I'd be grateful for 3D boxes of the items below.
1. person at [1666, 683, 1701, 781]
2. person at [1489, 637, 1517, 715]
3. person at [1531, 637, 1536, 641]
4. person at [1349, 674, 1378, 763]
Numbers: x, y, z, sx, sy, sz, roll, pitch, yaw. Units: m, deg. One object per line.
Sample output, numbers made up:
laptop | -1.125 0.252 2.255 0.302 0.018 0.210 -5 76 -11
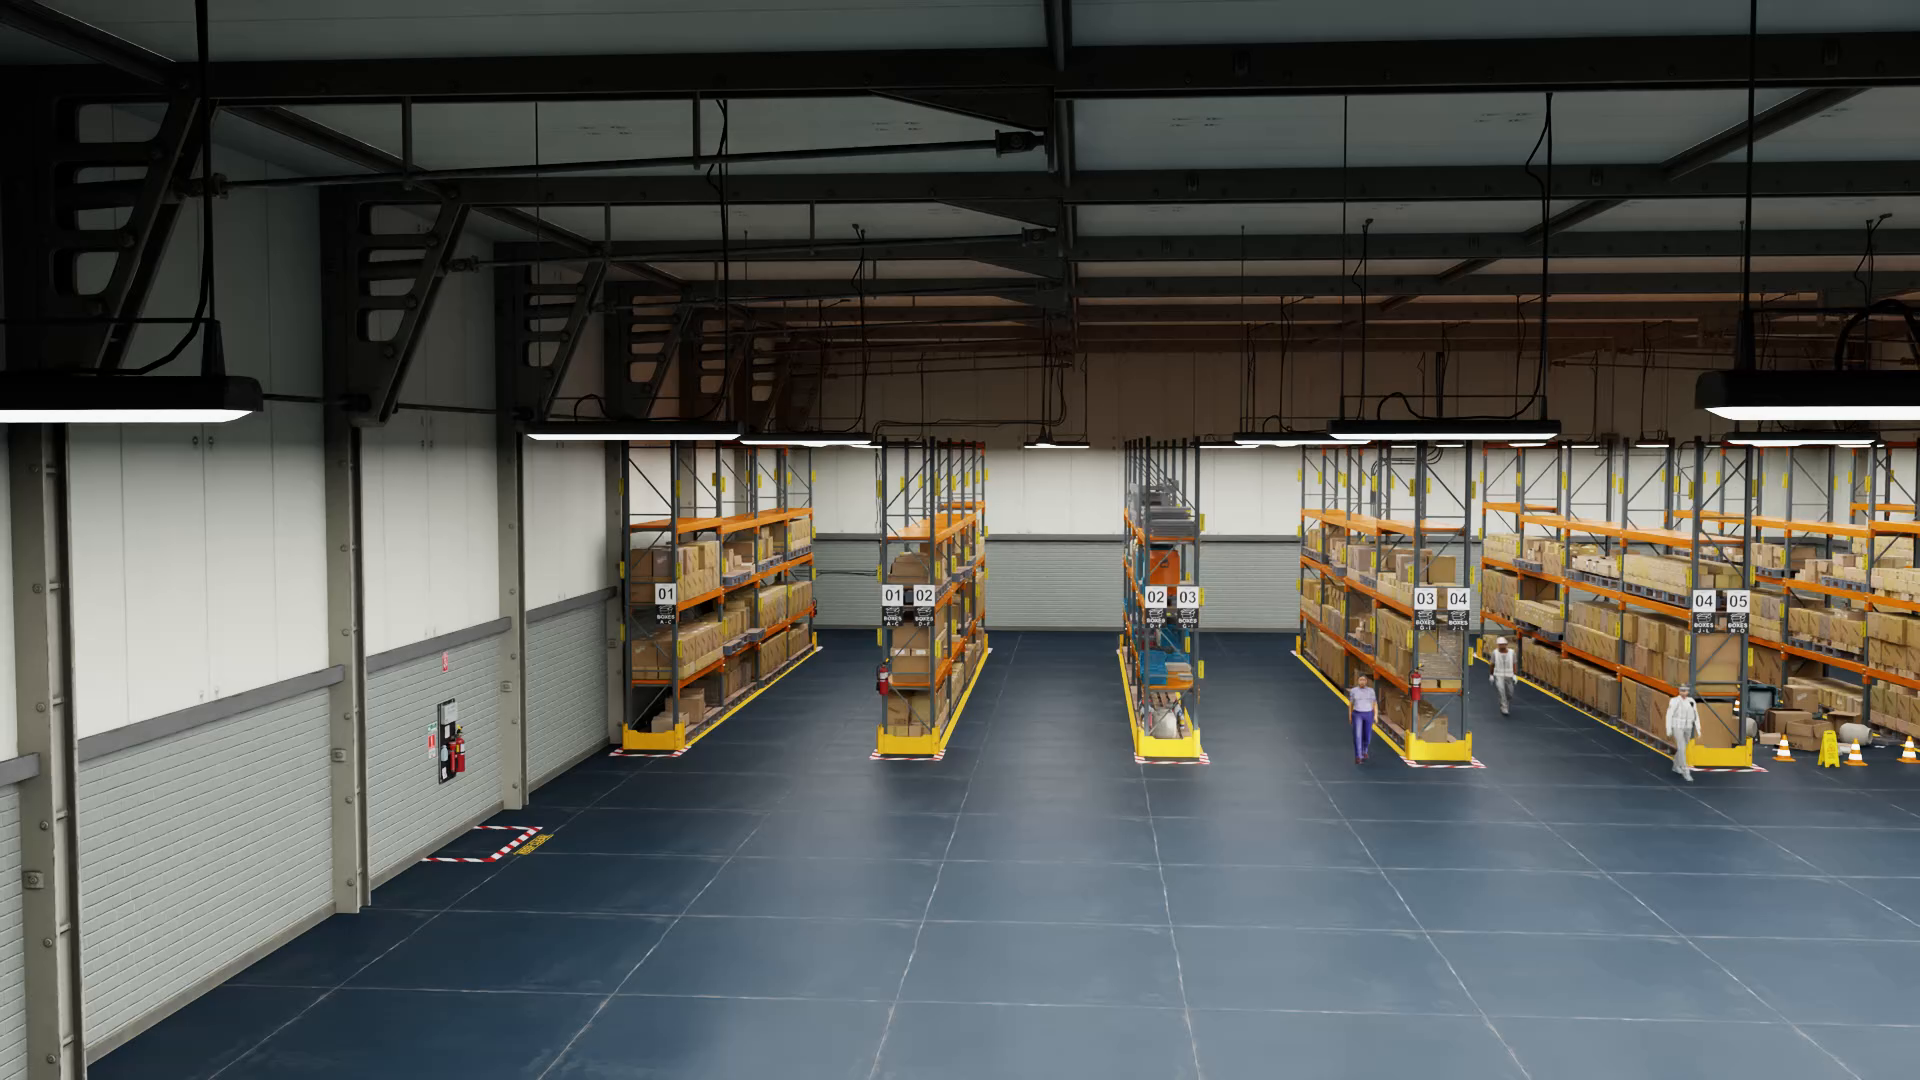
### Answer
person | 12.693 3.351 29.168 0.514 1.716 0.698 0 3 -9
person | 11.872 2.948 36.305 0.554 1.673 1.055 0 3 9
person | 17.180 2.188 49.748 0.640 1.708 0.545 -2 4 -38
person | 7.413 3.266 30.531 0.502 1.605 0.909 0 3 5
